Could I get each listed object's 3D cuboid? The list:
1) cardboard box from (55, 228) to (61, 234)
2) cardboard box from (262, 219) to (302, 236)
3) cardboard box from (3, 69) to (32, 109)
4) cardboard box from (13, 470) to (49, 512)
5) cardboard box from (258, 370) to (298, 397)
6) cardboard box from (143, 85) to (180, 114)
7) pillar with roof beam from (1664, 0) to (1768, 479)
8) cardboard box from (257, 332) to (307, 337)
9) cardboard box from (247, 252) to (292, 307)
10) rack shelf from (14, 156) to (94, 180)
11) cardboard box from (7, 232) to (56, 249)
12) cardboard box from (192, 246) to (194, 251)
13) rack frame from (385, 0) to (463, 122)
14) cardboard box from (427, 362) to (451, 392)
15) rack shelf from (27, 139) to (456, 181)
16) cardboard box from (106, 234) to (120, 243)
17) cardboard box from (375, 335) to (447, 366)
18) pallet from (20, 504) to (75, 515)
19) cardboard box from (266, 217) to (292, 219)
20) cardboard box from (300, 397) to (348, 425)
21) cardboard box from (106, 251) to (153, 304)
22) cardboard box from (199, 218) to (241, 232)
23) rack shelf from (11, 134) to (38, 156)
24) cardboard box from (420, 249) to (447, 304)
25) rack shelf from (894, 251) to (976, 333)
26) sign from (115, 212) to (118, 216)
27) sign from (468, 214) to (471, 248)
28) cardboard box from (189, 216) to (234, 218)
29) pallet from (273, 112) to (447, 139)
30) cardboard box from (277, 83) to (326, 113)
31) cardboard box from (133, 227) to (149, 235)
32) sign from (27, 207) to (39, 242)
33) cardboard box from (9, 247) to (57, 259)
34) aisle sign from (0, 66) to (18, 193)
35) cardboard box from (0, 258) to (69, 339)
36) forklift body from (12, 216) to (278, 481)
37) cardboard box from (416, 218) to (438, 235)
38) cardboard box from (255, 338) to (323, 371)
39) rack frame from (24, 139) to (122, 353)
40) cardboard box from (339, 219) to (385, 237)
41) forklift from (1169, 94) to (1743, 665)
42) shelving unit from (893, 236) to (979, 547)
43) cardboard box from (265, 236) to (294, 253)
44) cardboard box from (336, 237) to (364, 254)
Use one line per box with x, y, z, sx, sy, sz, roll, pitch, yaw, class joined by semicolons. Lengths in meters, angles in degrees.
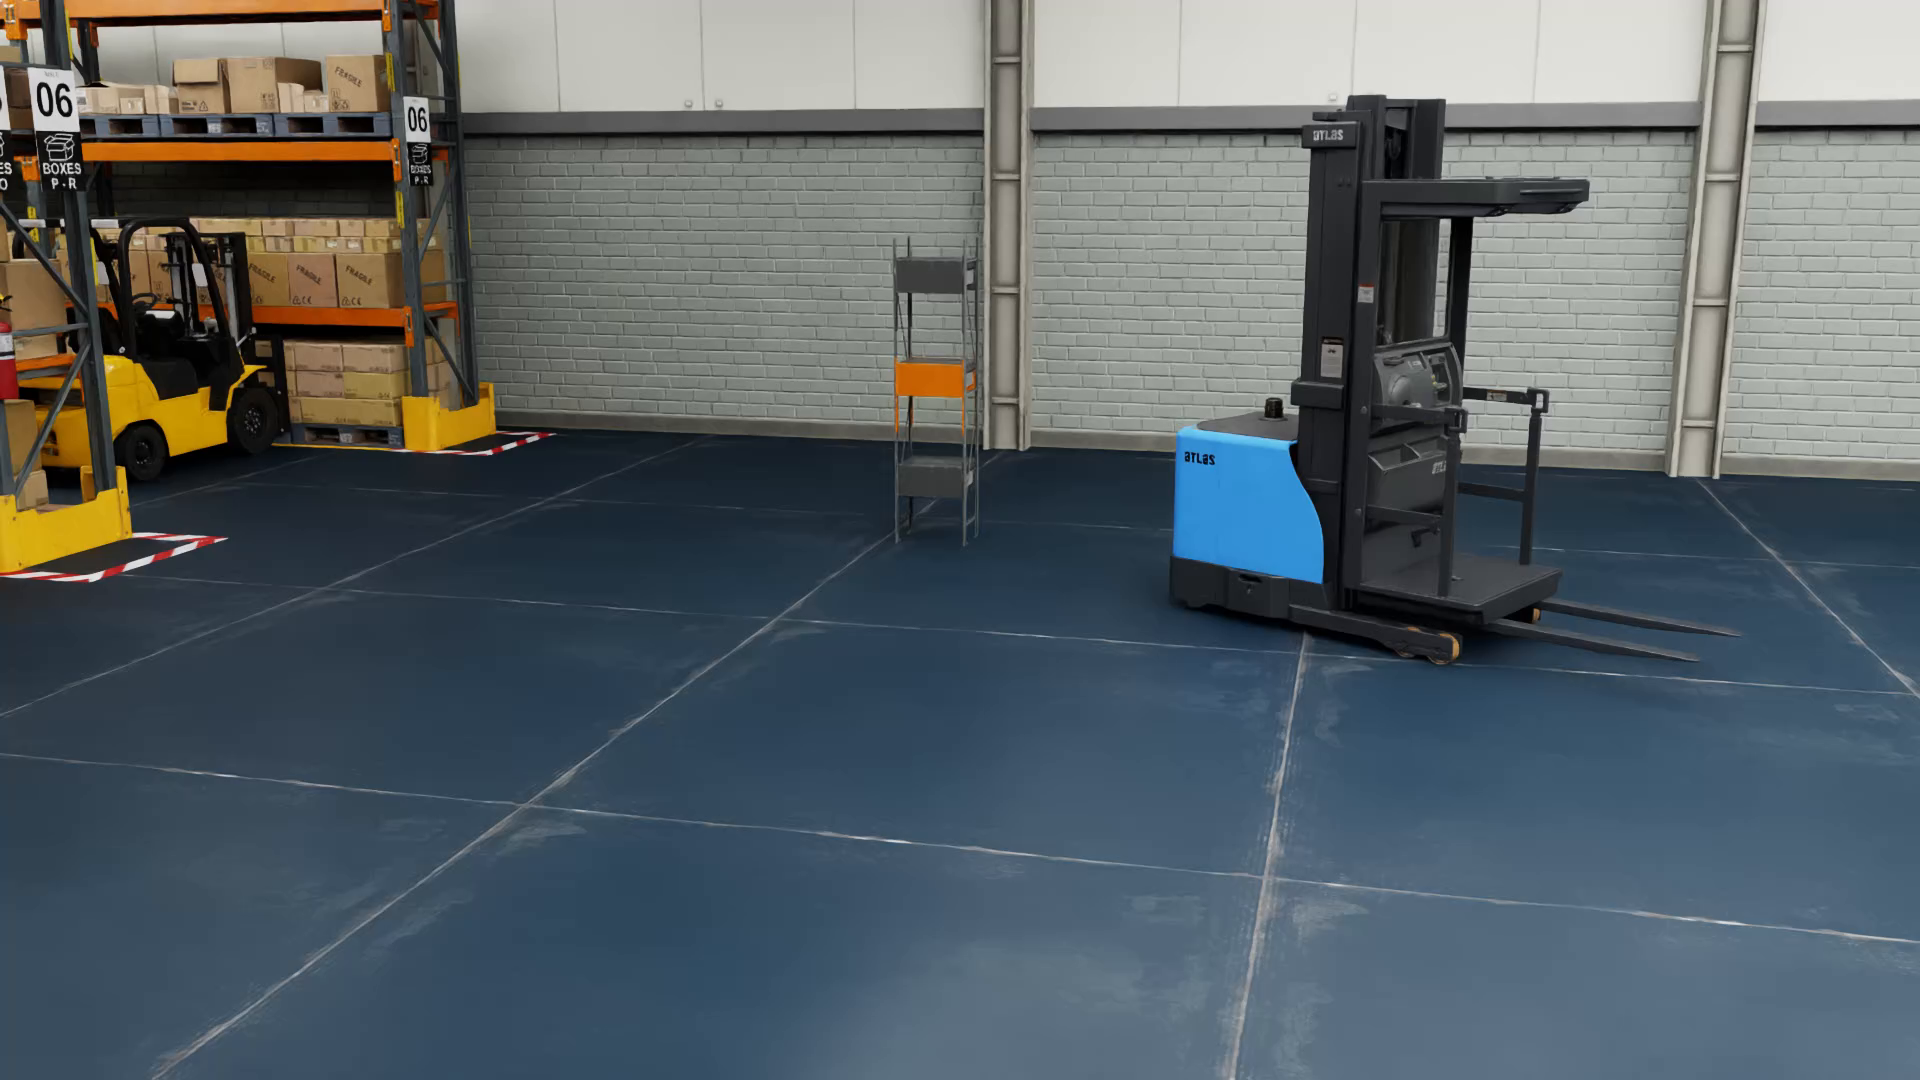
-8.568;-3.060;16.184;0.250;0.149;0.380;3;13;15;cardboard box
-6.332;-2.938;15.636;0.250;0.149;0.380;3;13;15;cardboard box
-6.533;-2.995;11.041;0.500;0.250;0.500;3;13;13;cardboard box
-6.825;-0.339;11.715;0.500;0.250;0.500;3;13;13;cardboard box
-6.461;-1.537;15.961;0.500;0.250;0.500;3;13;12;cardboard box
-7.438;-4.140;15.651;0.258;0.266;0.396;3;13;12;cardboard box
5.236;-4.047;9.197;0.400;9.000;9.100;3;13;14;pillar with roof beam
-6.809;-1.917;16.520;0.500;0.250;0.500;3;13;12;cardboard box
-6.462;-2.495;15.822;0.500;0.500;0.500;3;13;12;cardboard box
-10.748;-3.845;16.874;4.000;0.370;1.077;3;13;14;rack shelf
-9.191;-2.964;16.441;0.250;0.149;0.380;4;13;15;cardboard box
-7.324;-2.849;15.921;0.250;0.149;0.380;3;13;12;cardboard box
-4.923;-5.349;15.067;0.127;3.000;1.000;3;13;14;rack frame
-5.329;-1.595;16.222;0.500;0.250;0.500;3;13;15;cardboard box
-6.864;-3.637;15.938;4.000;0.370;1.077;3;13;14;rack shelf
-8.048;-2.901;16.154;0.250;0.149;0.380;3;13;13;cardboard box
-5.344;-1.836;16.153;0.500;0.250;0.500;3;13;13;cardboard box
-6.962;-0.068;11.555;1.213;0.211;1.003;3;13;14;pallet
-6.692;-3.080;16.274;0.250;0.149;0.380;3;13;14;cardboard box
-5.935;-1.269;15.905;0.500;0.250;0.500;3;13;14;cardboard box
-7.928;-2.575;16.185;0.500;0.500;0.500;3;13;15;cardboard box
-7.052;-3.000;15.916;0.250;0.149;0.380;3;13;14;cardboard box
-8.050;-2.593;11.232;4.000;0.370;1.077;3;13;14;rack shelf
-5.337;-2.553;16.085;0.500;0.500;0.500;3;13;15;cardboard box
-0.161;-1.704;11.396;0.480;0.518;0.431;3;13;14;rack shelf
-8.675;-3.206;17.077;0.005;0.325;0.100;3;13;14;sign
-4.784;-2.998;16.139;0.005;0.325;0.100;3;13;14;sign
-7.425;-3.135;16.525;0.250;0.149;0.380;3;13;13;cardboard box
-5.603;-3.884;15.592;1.213;0.211;1.003;3;13;14;pallet
-6.046;-4.065;15.316;0.258;0.266;0.396;3;13;14;cardboard box
-7.817;-3.019;15.999;0.250;0.149;0.380;3;13;15;cardboard box
-8.927;-3.040;16.019;0.005;0.325;0.100;3;13;14;sign
-9.344;-2.770;16.487;0.500;0.250;0.500;3;13;12;cardboard box
-6.118;-2.581;10.441;0.004;0.787;0.394;3;13;14;aisle sign
-6.502;-1.653;11.342;0.500;0.500;0.500;3;13;13;cardboard box
-7.201;-1.721;14.523;1.214;2.155;2.313;3;13;14;forklift body
-5.197;-2.993;15.885;0.250;0.149;0.380;3;13;12;cardboard box
-6.434;-1.779;15.896;0.500;0.250;0.500;3;13;14;cardboard box
-8.806;-2.628;16.653;0.127;3.000;1.000;3;13;14;rack frame
-5.568;-2.911;15.516;0.250;0.149;0.380;3;13;14;cardboard box
2.679;-0.900;9.025;3.031;2.935;1.130;11;17;41;forklift
-0.161;-1.034;11.545;0.503;2.100;0.431;3;13;14;shelving unit
-6.327;-2.797;15.688;0.250;0.149;0.380;3;13;12;cardboard box
-5.582;-2.752;15.483;0.250;0.149;0.380;3;13;14;cardboard box
